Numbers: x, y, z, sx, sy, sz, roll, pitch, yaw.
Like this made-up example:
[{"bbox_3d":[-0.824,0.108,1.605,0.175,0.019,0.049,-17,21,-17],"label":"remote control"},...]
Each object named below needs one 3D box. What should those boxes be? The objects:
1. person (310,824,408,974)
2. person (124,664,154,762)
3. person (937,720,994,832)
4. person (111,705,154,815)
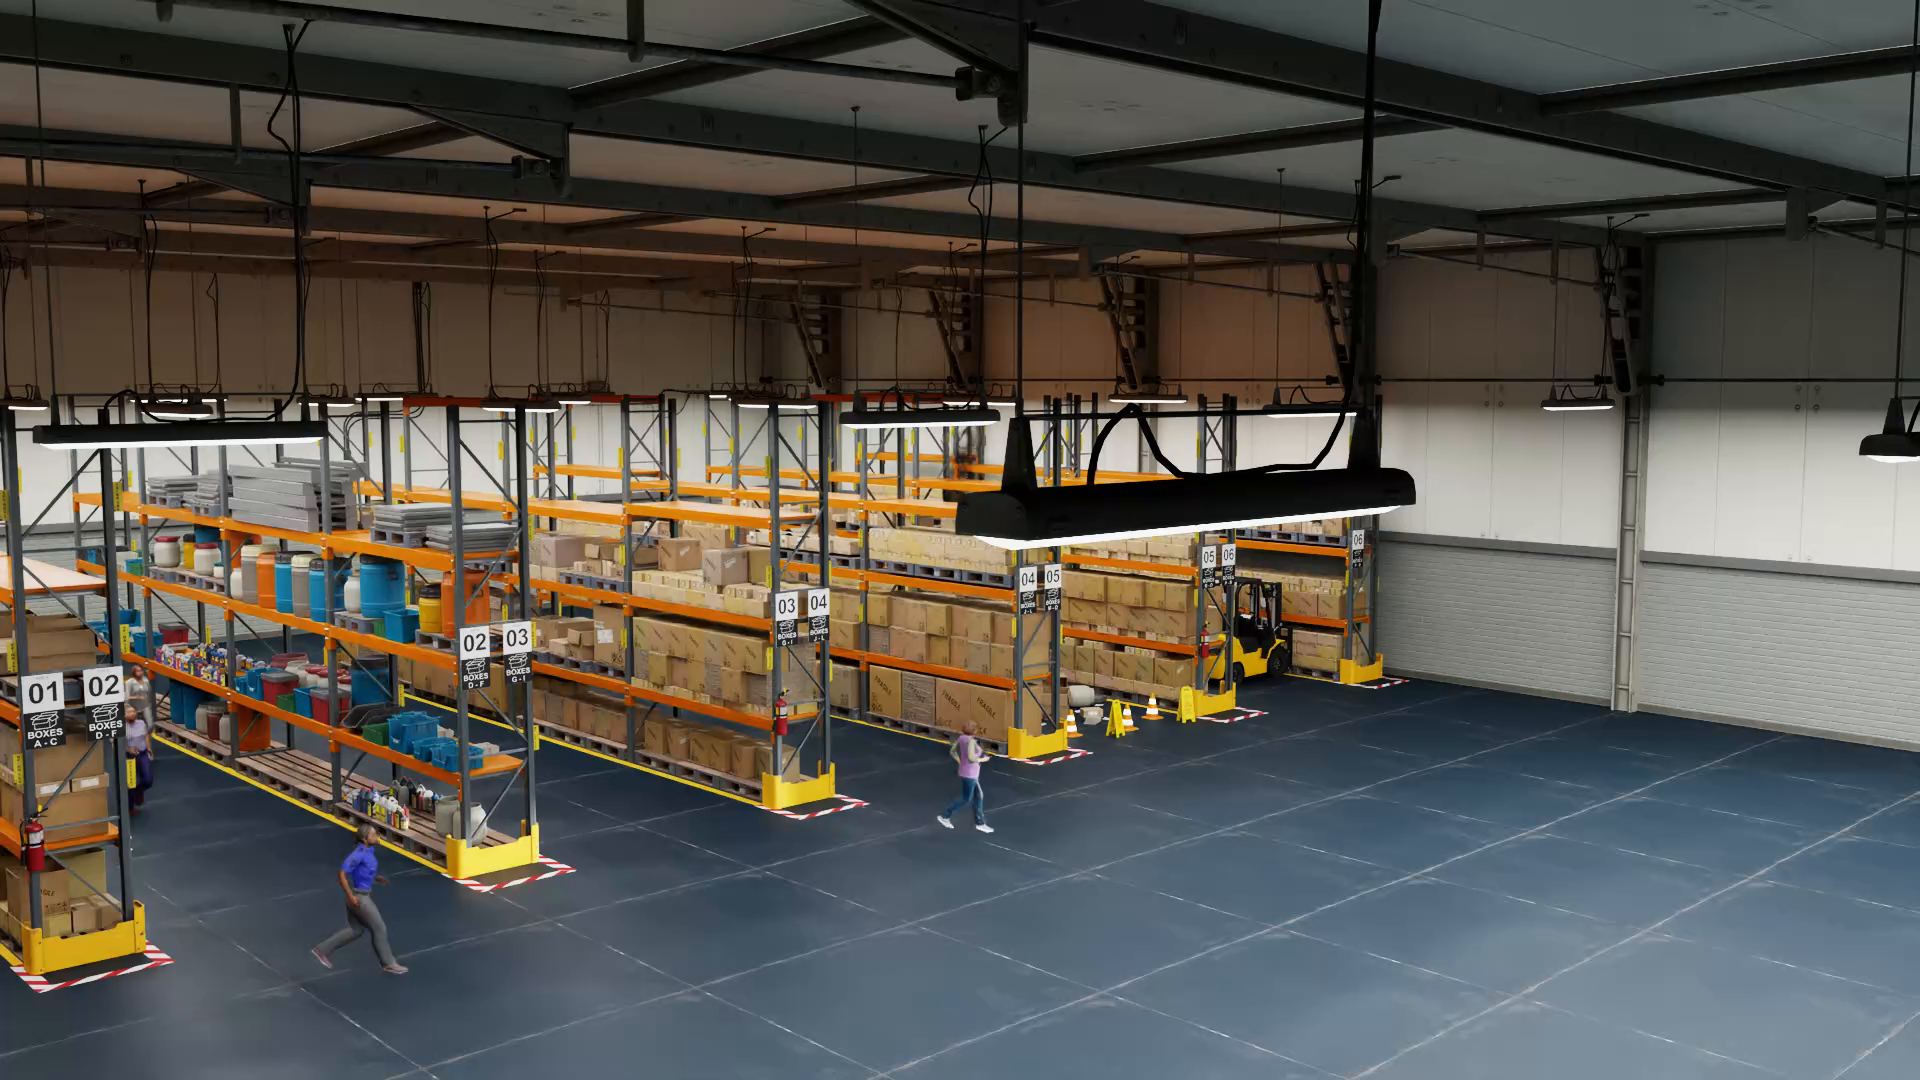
[{"bbox_3d":[-6.366,3.821,17.562,0.974,1.656,0.600,-1,6,-15],"label":"person"},{"bbox_3d":[-13.654,2.864,27.663,0.480,1.635,0.762,-5,7,-43],"label":"person"},{"bbox_3d":[0.095,3.302,23.114,0.796,1.609,0.526,-1,6,-13],"label":"person"},{"bbox_3d":[-12.005,3.198,24.199,0.539,1.608,0.599,5,7,40],"label":"person"}]
